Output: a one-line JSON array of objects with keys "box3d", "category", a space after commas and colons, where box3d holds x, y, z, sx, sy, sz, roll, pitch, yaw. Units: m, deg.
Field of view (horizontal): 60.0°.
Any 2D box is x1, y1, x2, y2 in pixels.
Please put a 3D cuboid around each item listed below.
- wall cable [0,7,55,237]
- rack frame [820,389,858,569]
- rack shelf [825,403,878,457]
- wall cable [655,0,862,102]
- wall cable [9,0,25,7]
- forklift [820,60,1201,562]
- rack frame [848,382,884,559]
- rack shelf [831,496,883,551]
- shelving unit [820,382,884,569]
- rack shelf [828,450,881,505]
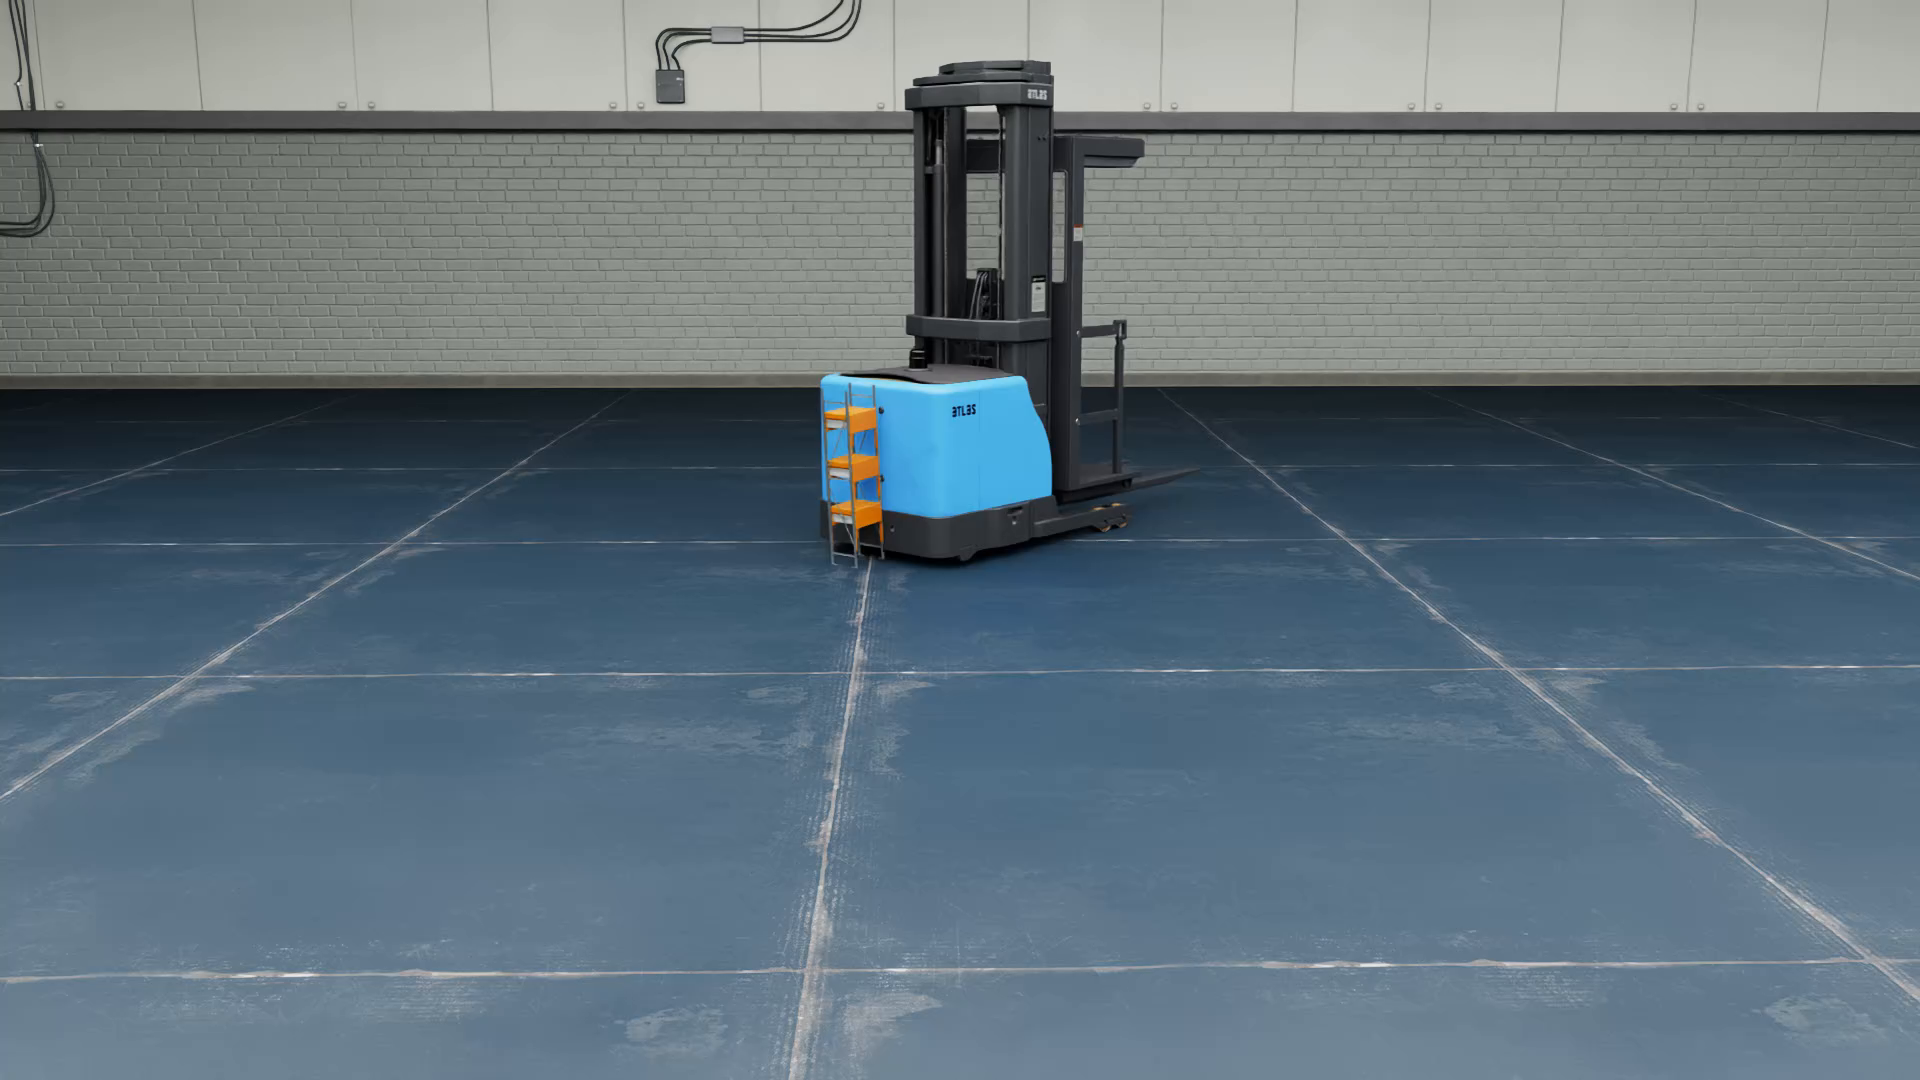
[{"box3d": [-11.724, -4.613, 18.473, 3.097, 2.526, 0.112, 0, 11, -1], "category": "wall cable"}, {"box3d": [-0.700, -0.351, 9.653, 0.200, 1.050, 0.008, 9, 18, 36], "category": "rack frame"}, {"box3d": [-0.638, -0.643, 9.678, 0.215, 0.259, 0.240, 9, 18, 36], "category": "rack shelf"}, {"box3d": [-2.232, -7.837, 18.003, 2.305, 6.003, 0.169, 0, 11, -1], "category": "wall cable"}, {"box3d": [-9.019, -7.099, 18.025, 3.097, 2.526, 0.112, 0, 11, -1], "category": "wall cable"}, {"box3d": [0.484, -1.545, 10.802, 1.130, 2.935, 3.031, 10, 15, 40], "category": "forklift"}, {"box3d": [-0.554, -0.406, 9.840, 0.200, 1.050, 0.008, 9, 18, 36], "category": "rack frame"}, {"box3d": [-0.615, -0.100, 9.819, 0.215, 0.259, 0.240, 9, 18, 36], "category": "rack shelf"}, {"box3d": [-0.627, -0.379, 9.747, 0.215, 1.050, 0.252, 9, 18, 36], "category": "shelving unit"}, {"box3d": [-0.627, -0.369, 9.749, 0.215, 0.259, 0.240, 9, 18, 36], "category": "rack shelf"}]
